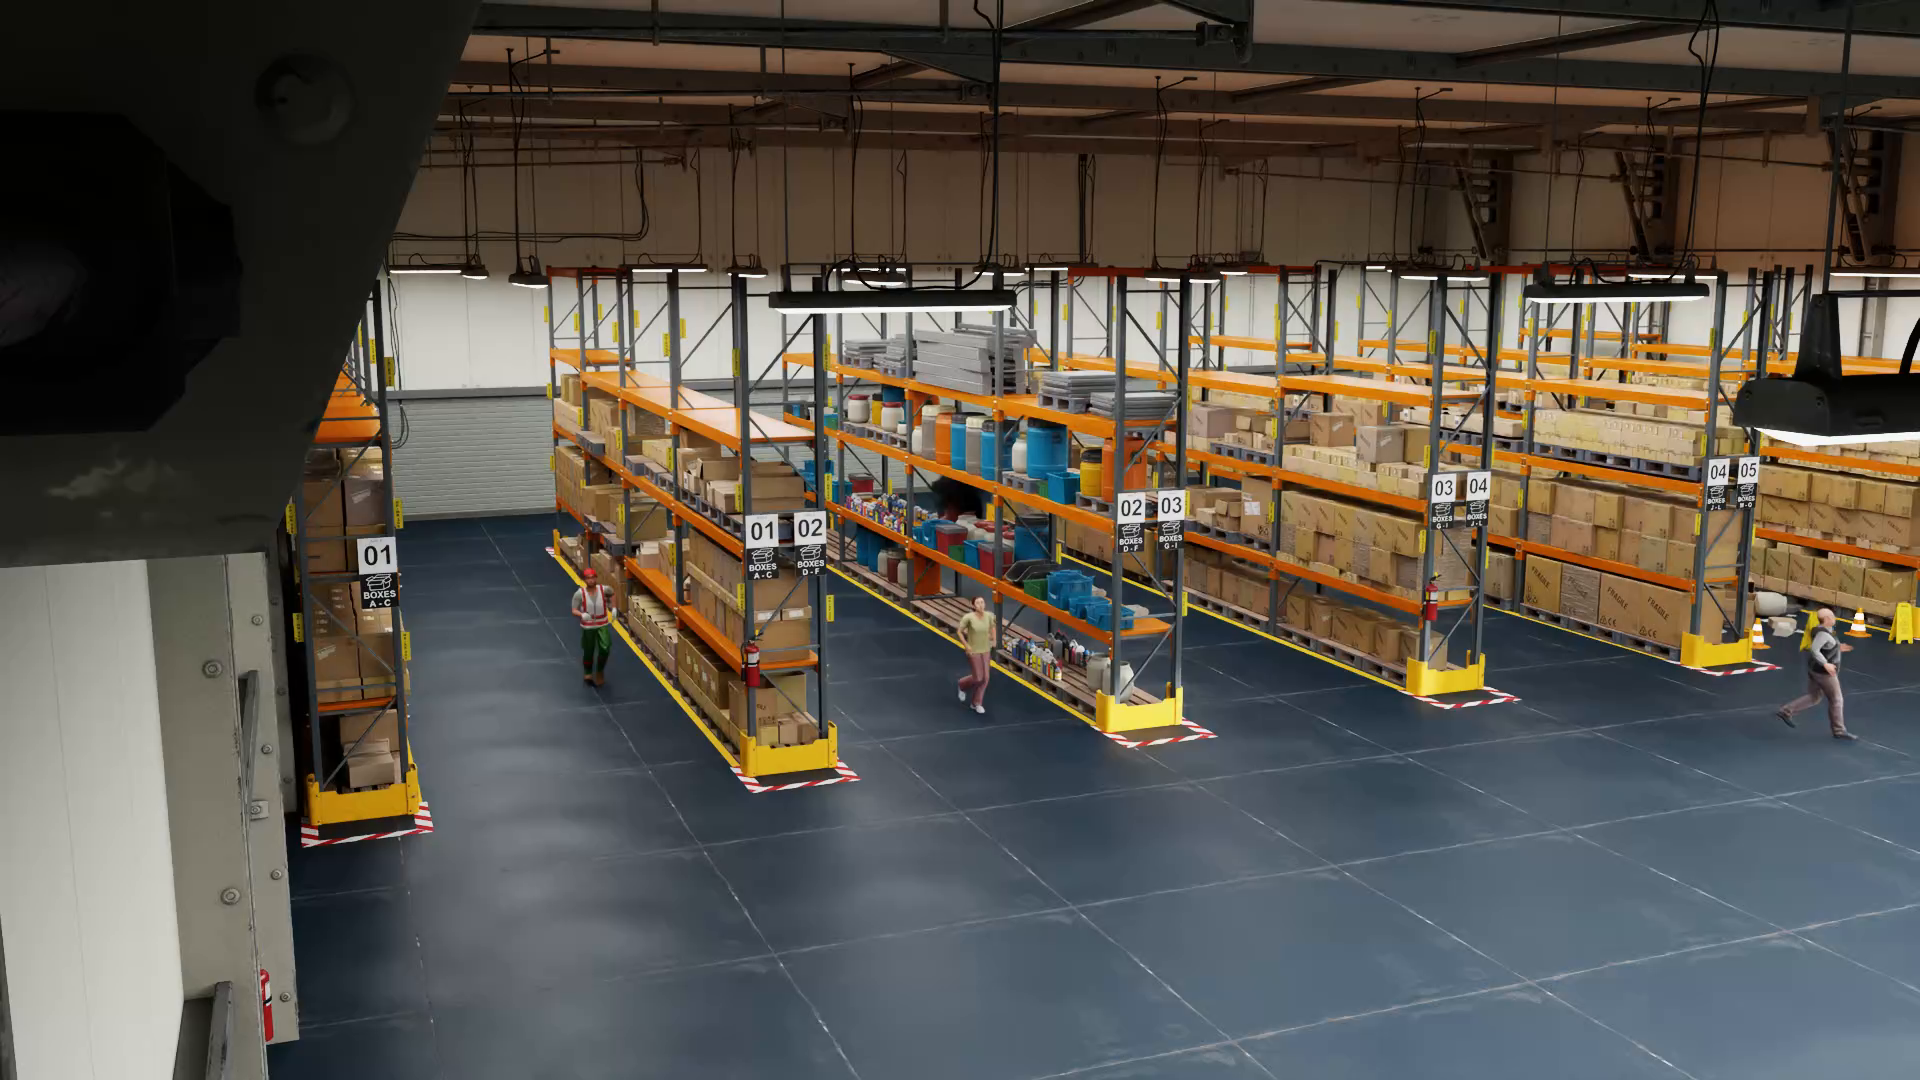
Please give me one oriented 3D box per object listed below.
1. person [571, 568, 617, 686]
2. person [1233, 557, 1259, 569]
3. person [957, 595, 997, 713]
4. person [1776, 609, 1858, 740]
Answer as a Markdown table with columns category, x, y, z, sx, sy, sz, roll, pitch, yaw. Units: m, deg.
| category | x | y | z | sx | sy | sz | roll | pitch | yaw |
| --- | --- | --- | --- | --- | --- | --- | --- | --- | --- |
| person | -5.303 | 1.263 | 24.205 | 0.675 | 1.748 | 0.852 | -3 | 10 | -16 |
| person | 5.552 | -0.022 | 32.017 | 0.588 | 1.673 | 0.768 | -4 | 11 | -20 |
| person | 0.249 | 1.554 | 23.086 | 0.574 | 1.639 | 0.585 | -5 | 11 | -26 |
| person | 11.239 | 1.730 | 21.675 | 0.964 | 1.700 | 0.662 | 2 | 10 | 13 |
